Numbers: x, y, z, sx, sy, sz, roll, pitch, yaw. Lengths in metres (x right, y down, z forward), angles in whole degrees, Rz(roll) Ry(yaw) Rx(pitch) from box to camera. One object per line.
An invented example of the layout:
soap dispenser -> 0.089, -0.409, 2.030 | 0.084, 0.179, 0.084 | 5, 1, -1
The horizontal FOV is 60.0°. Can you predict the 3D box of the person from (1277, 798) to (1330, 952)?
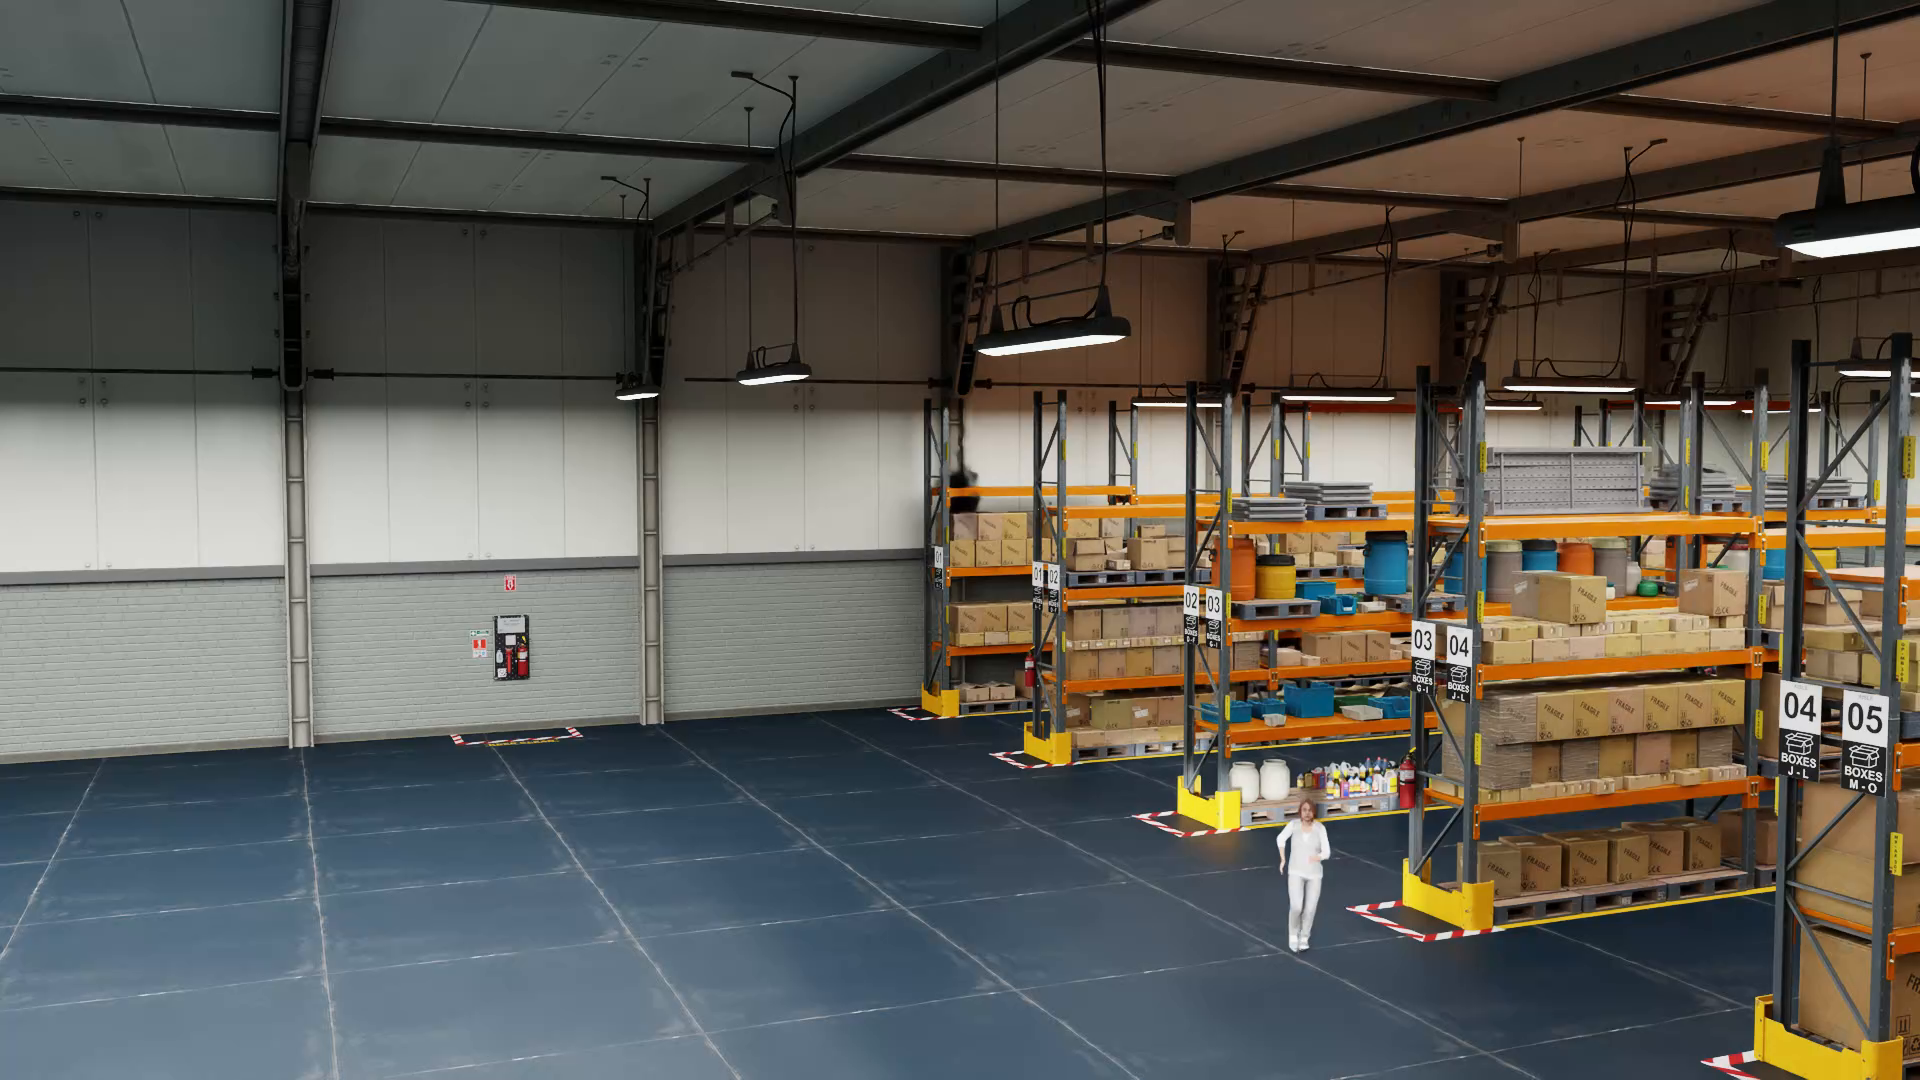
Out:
person -> 3.456, 3.376, 16.706 | 0.508, 1.561, 0.631 | 0, 3, 7
